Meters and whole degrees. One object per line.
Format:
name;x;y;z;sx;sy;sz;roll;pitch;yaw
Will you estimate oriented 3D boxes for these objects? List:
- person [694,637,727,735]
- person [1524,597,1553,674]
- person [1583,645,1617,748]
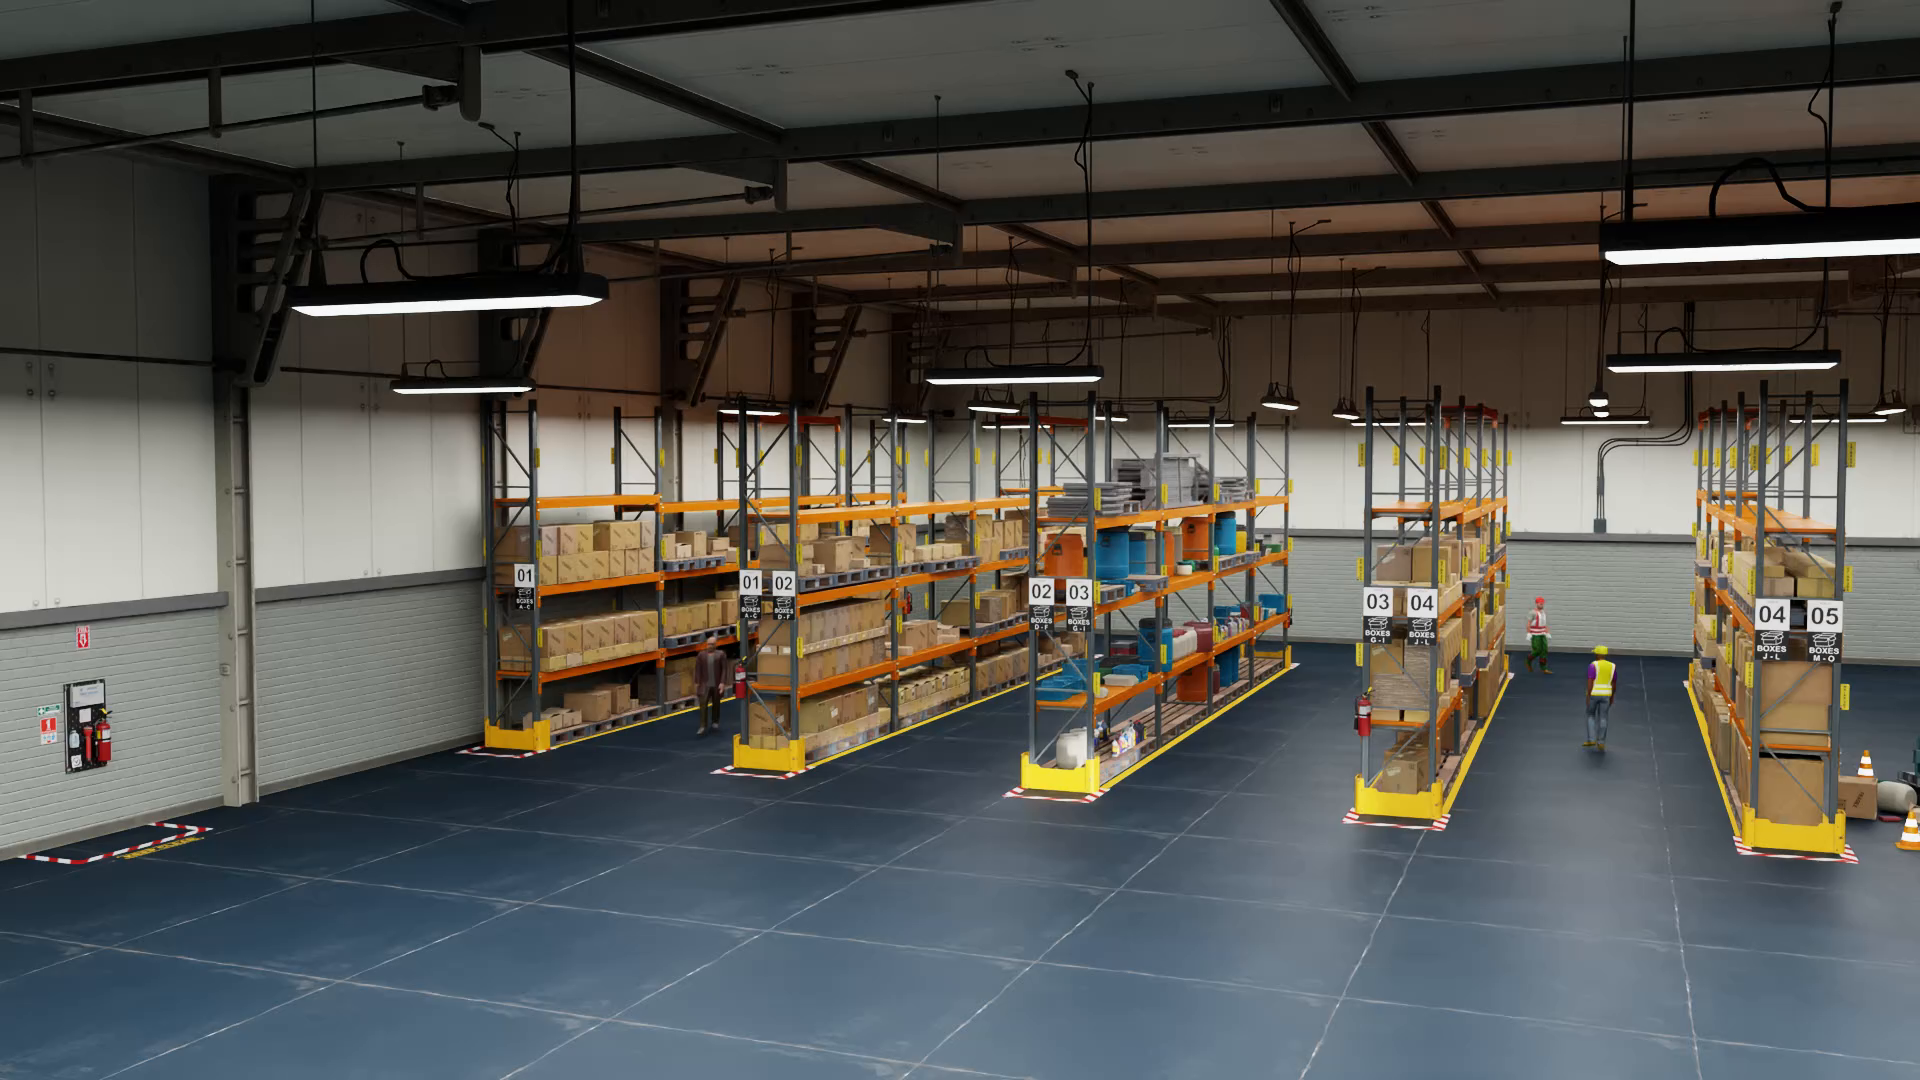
person;-4.519;2.621;30.175;0.599;1.727;1.059;-1;3;-10
person;13.383;2.204;38.487;0.649;1.780;0.617;-2;3;-31
person;11.071;2.730;28.700;0.534;1.809;0.602;1;3;13
